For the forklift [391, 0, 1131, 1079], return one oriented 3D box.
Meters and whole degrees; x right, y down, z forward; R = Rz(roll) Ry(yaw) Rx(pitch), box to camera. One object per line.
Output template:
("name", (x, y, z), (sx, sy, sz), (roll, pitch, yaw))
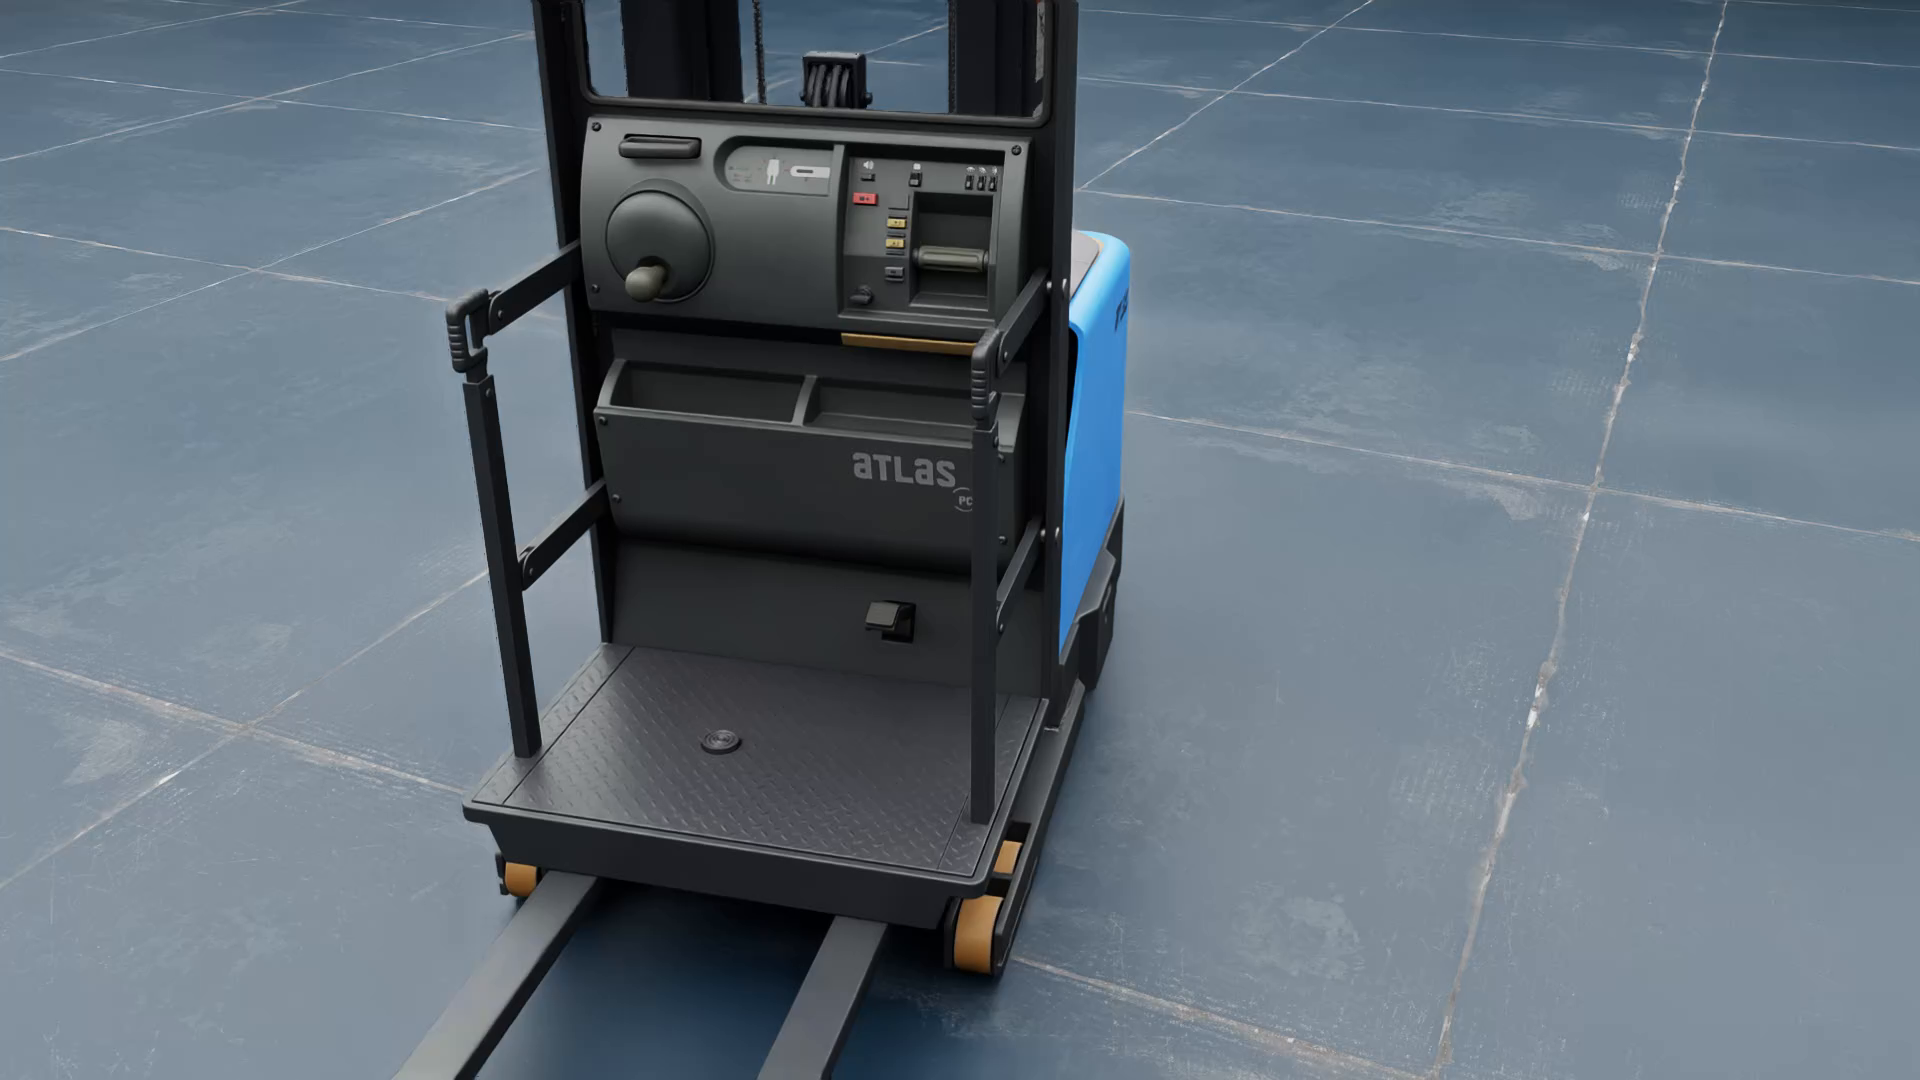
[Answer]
("forklift", (-0.373, -0.606, 3.163), (1.130, 2.935, 3.031), (6, 27, 12))
